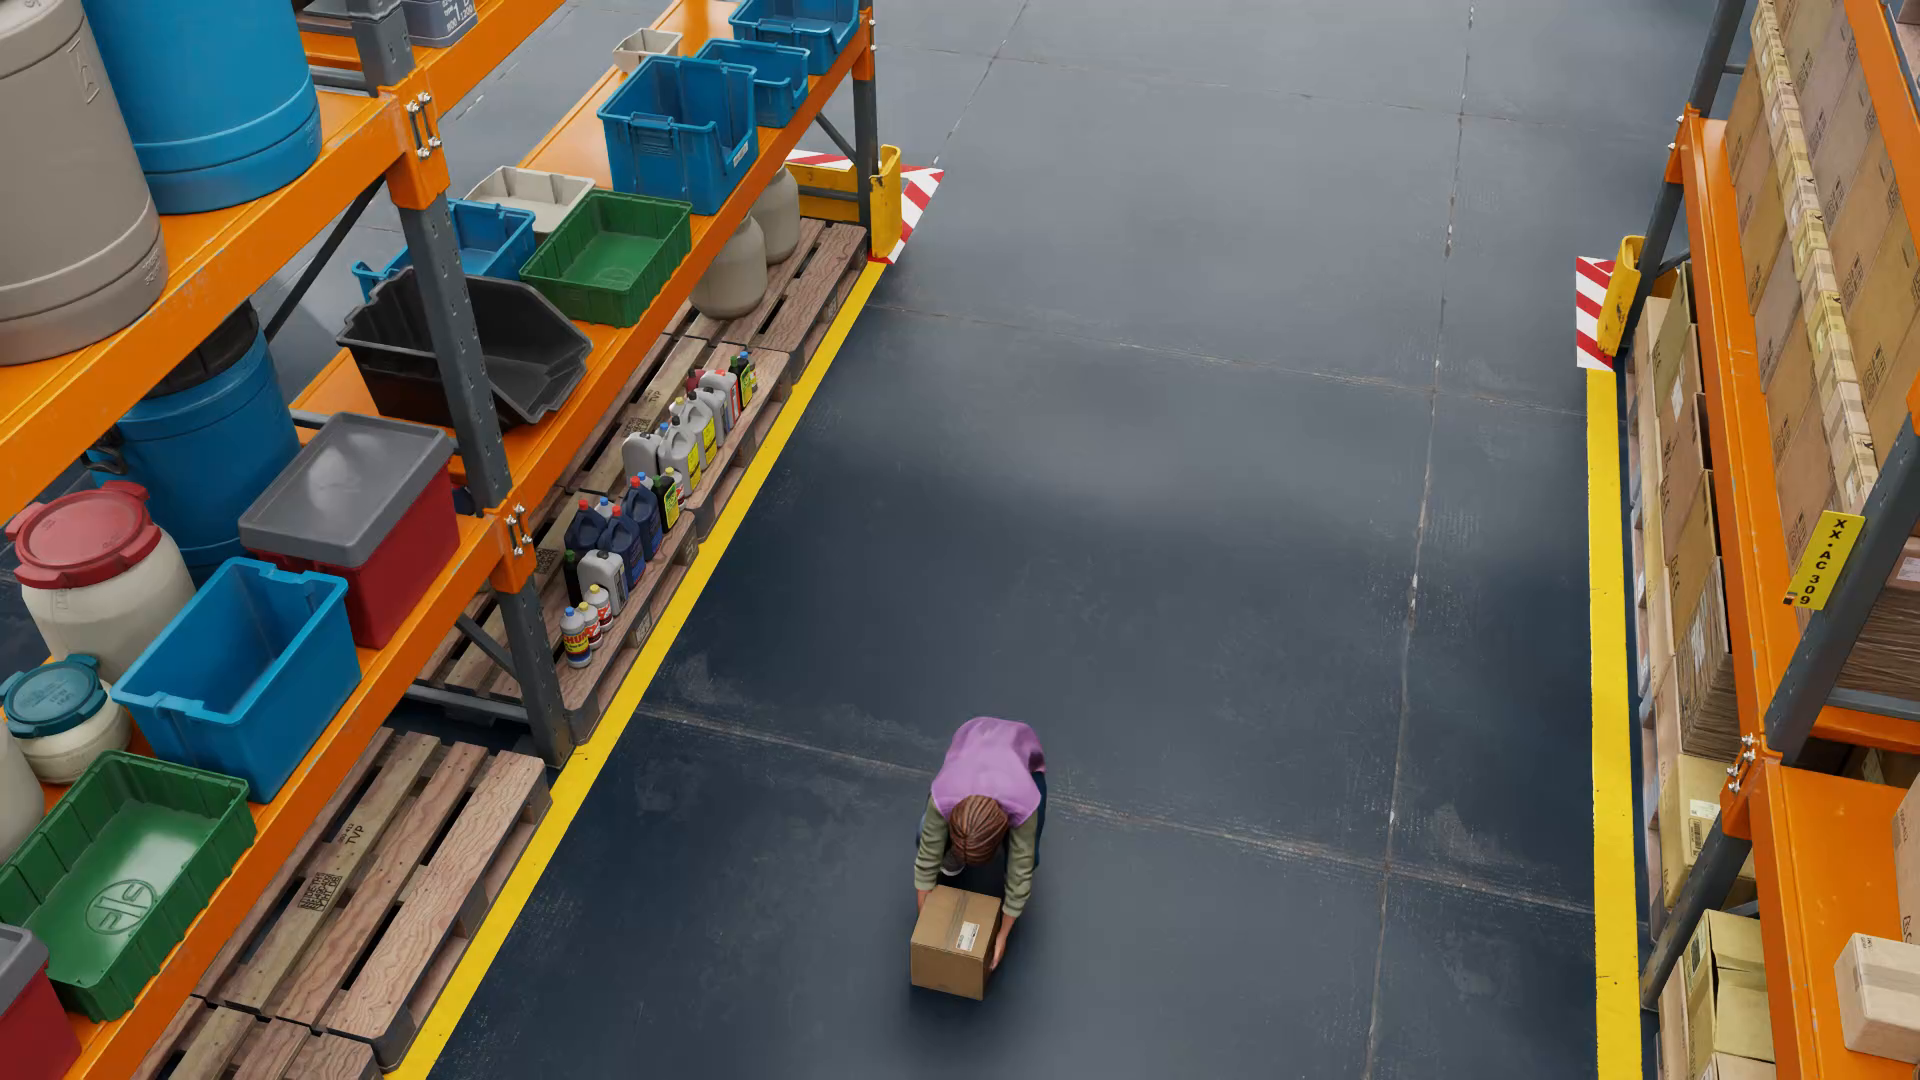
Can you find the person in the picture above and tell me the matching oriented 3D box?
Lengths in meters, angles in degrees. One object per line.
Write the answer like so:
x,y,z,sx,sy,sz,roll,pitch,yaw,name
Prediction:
0.083,0.949,5.715,0.435,0.782,0.803,10,43,11,person
